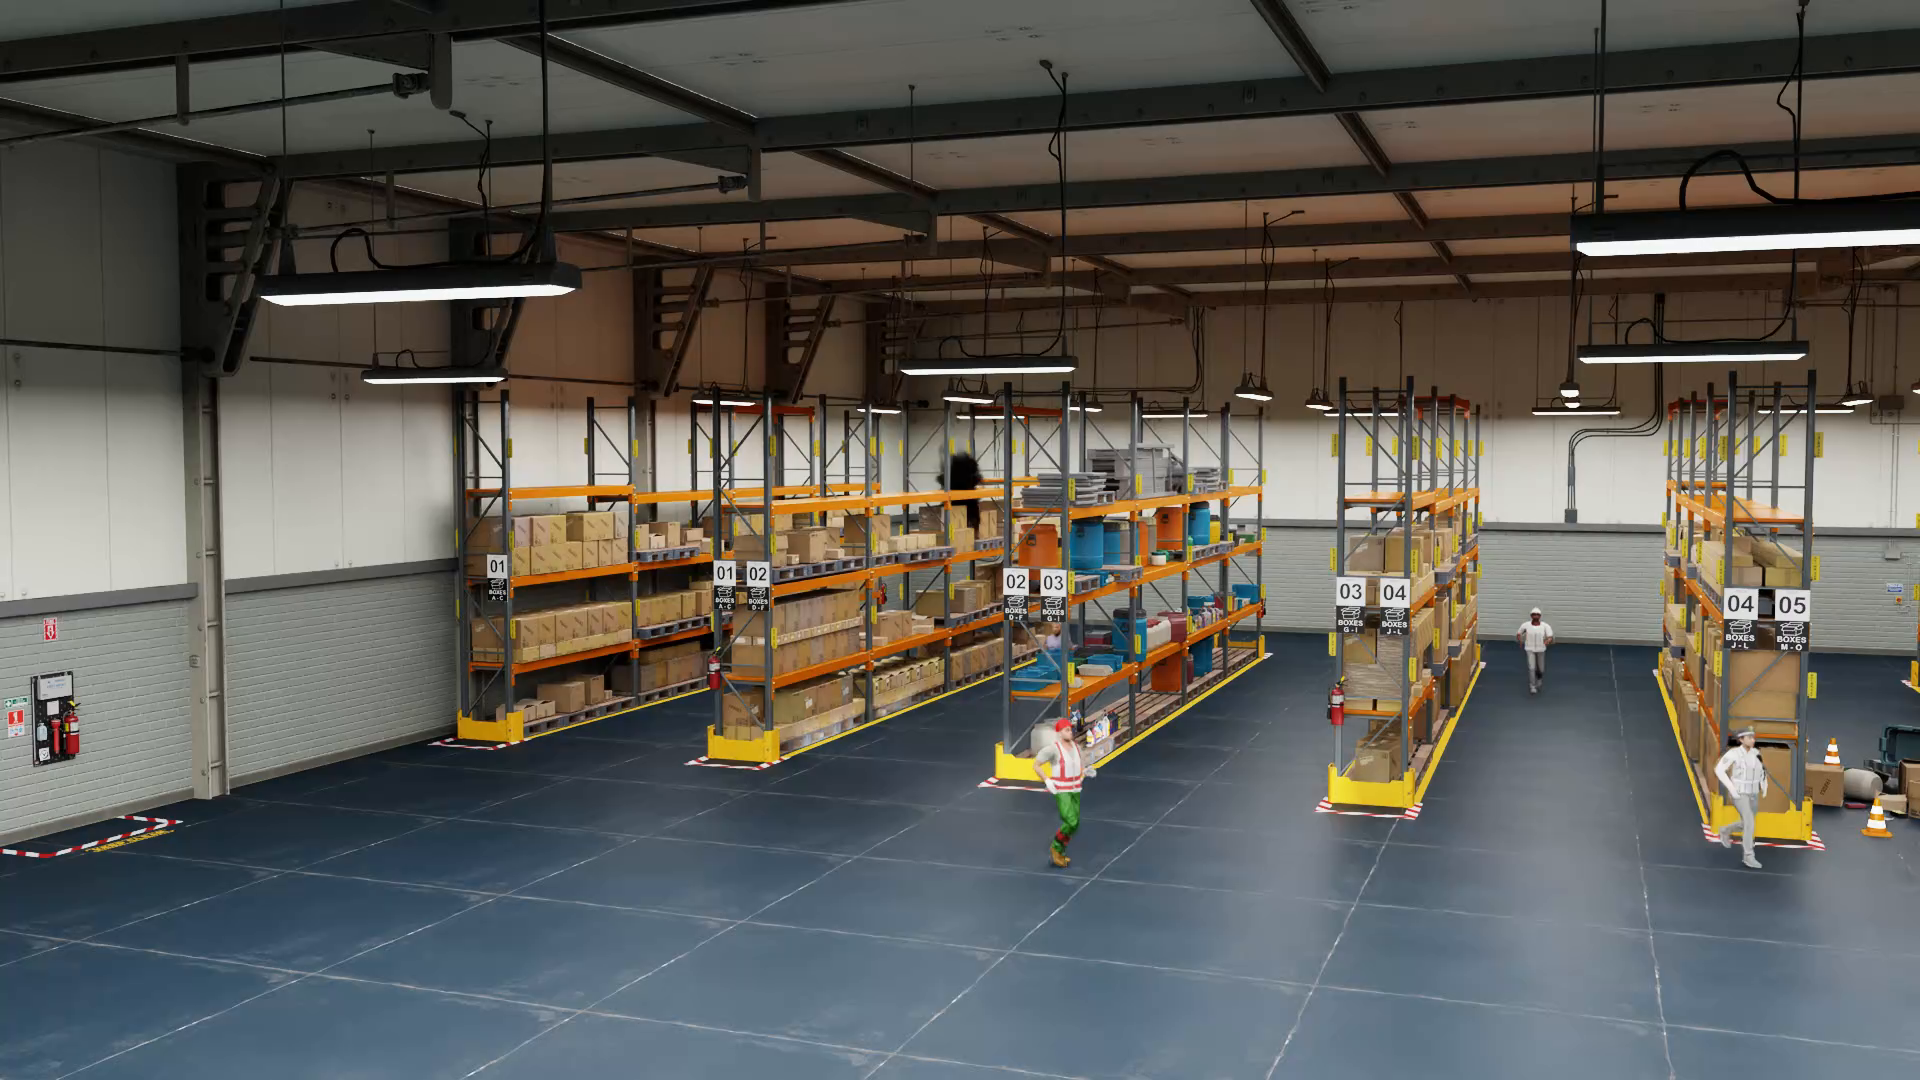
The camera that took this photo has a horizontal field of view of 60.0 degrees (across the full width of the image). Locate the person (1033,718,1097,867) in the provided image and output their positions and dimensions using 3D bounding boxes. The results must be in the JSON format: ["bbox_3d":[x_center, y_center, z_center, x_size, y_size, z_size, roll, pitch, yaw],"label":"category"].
[{"bbox_3d":[1.298,3.021,19.825,0.640,1.767,0.620,-3,4,-41],"label":"person"}]

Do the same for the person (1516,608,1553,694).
[{"bbox_3d":[11.783,2.263,34.092,0.711,1.730,0.795,1,3,15],"label":"person"}]

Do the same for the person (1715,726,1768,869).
[{"bbox_3d":[9.464,3.066,20.130,0.650,1.672,0.743,-1,3,-18],"label":"person"}]

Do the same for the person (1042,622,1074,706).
[{"bbox_3d":[1.849,2.394,31.979,0.609,1.609,0.502,1,3,22],"label":"person"}]
